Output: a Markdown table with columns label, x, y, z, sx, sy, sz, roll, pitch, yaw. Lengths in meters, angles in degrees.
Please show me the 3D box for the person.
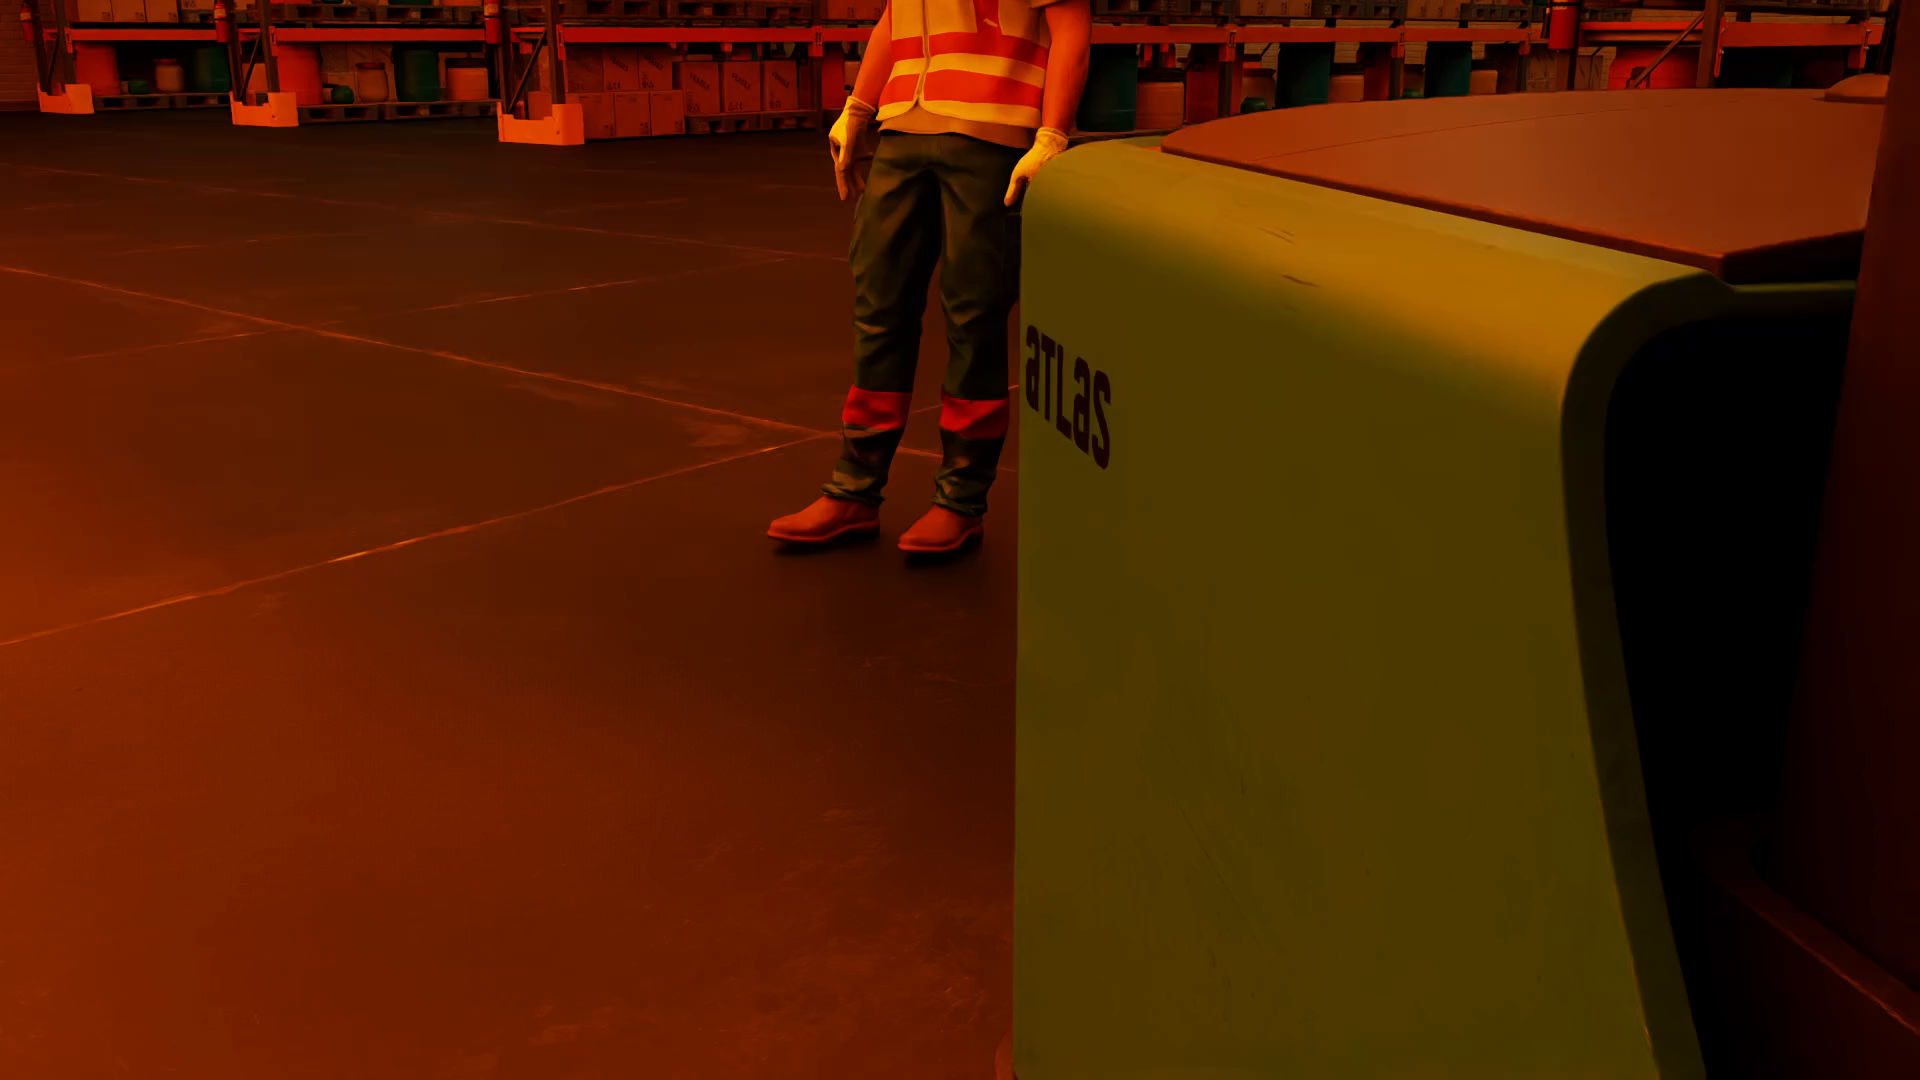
| label | x | y | z | sx | sy | sz | roll | pitch | yaw |
| --- | --- | --- | --- | --- | --- | --- | --- | --- | --- |
| person | -0.061 | -0.848 | 3.628 | 0.638 | 1.788 | 0.563 | 13 | 21 | 37 |
